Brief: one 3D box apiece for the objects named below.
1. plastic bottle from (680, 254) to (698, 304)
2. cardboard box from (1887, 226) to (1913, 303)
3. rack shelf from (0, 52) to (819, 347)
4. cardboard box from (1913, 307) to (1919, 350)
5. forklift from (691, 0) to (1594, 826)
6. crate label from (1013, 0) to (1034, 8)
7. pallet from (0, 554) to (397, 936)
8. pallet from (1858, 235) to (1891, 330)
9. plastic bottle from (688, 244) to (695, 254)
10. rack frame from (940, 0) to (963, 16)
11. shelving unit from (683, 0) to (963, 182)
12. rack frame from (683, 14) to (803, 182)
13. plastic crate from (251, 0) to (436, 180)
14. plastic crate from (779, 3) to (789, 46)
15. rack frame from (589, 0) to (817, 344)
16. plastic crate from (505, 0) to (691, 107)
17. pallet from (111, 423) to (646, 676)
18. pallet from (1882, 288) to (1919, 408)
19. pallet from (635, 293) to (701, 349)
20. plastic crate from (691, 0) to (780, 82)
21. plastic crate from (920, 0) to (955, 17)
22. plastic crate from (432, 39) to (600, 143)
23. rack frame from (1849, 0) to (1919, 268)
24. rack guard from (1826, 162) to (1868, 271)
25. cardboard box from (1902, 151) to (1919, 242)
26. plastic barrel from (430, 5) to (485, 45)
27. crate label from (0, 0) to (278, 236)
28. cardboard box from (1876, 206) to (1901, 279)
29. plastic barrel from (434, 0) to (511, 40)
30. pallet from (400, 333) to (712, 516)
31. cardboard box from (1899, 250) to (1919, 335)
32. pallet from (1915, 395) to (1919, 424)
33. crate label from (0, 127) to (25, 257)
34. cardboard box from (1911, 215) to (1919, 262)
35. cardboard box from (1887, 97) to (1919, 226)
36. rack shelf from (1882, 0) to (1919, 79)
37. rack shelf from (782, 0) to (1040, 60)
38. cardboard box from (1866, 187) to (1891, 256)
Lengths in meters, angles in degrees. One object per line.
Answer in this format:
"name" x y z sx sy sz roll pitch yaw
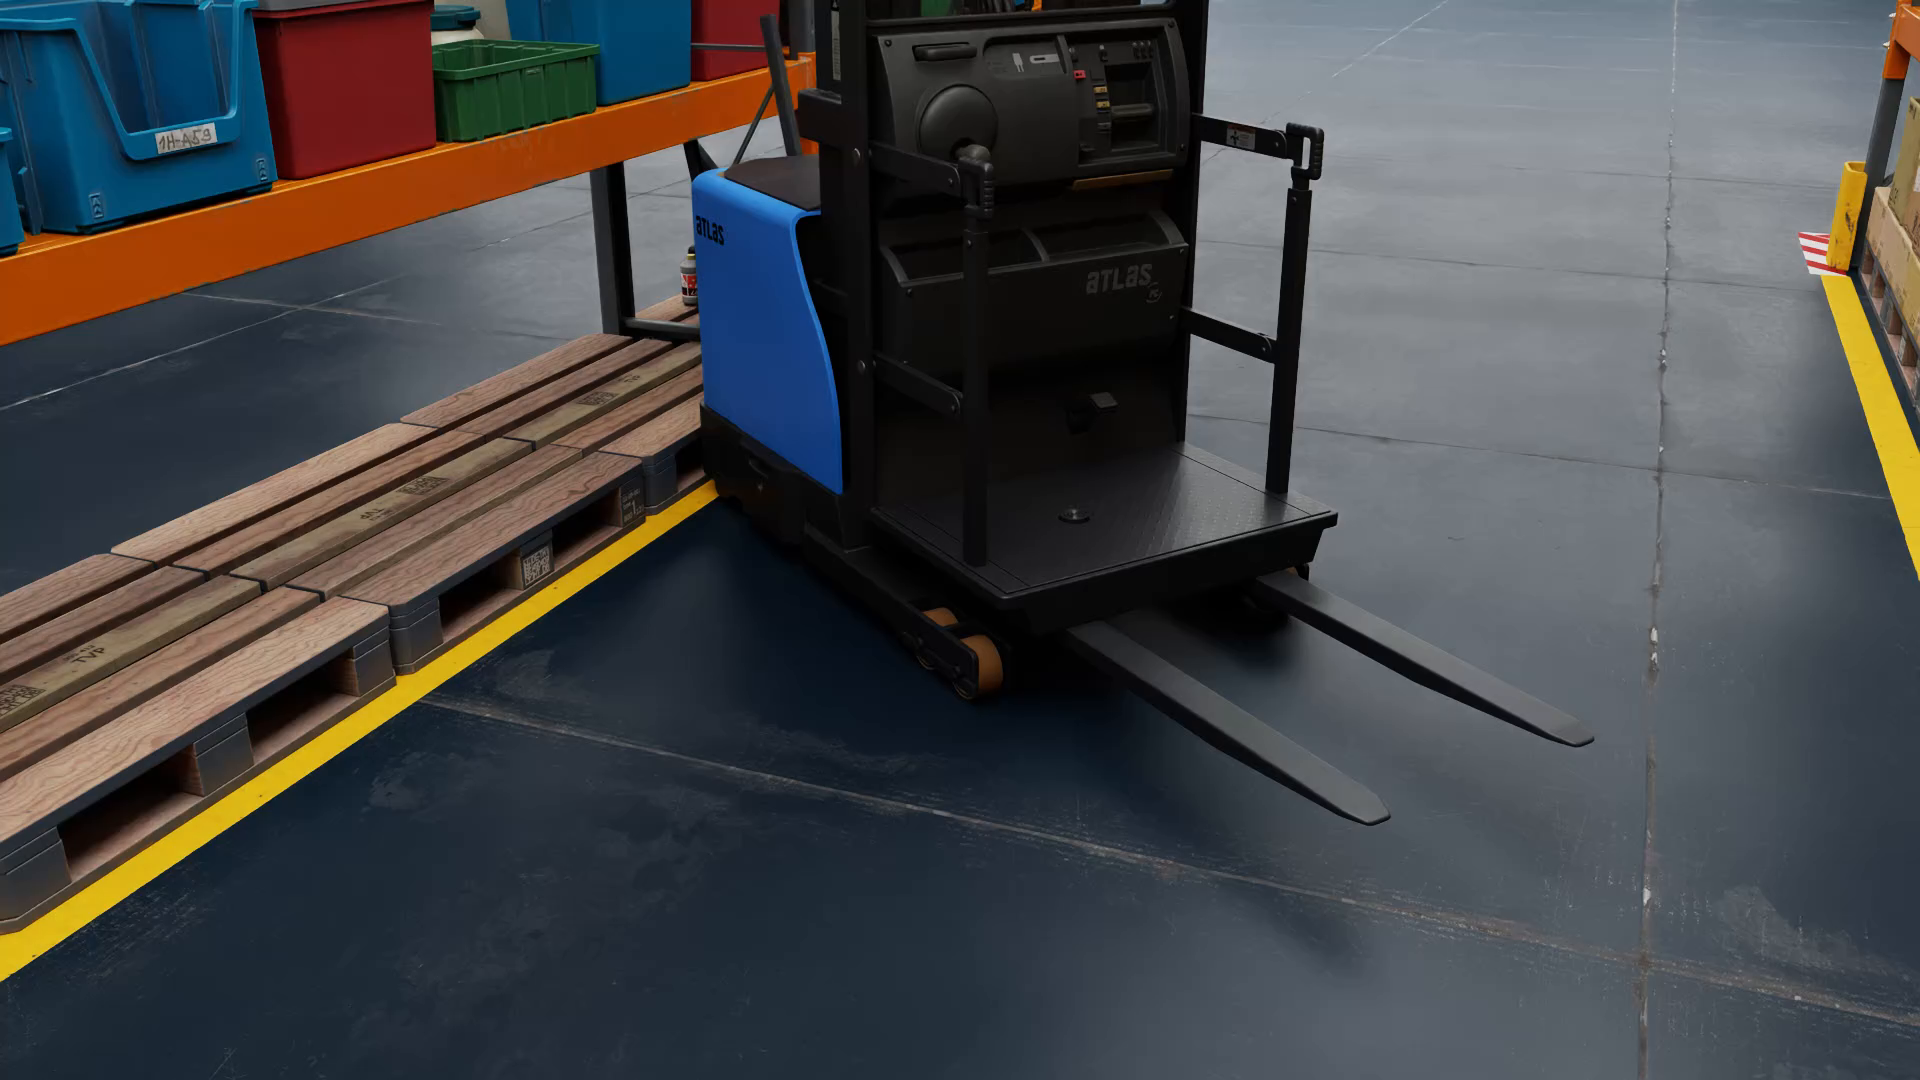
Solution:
"plastic bottle" -1.142 -1.118 7.094 0.097 0.201 0.097 0 23 0
"cardboard box" 4.322 -1.159 7.155 0.500 0.250 0.500 9 24 20
"rack shelf" -1.730 -0.984 4.647 1.077 0.370 4.000 9 24 20
"cardboard box" 3.947 -0.802 6.300 0.500 0.250 0.500 9 24 20
"forklift" 0.323 -1.146 4.191 1.130 2.935 3.031 -13 26 -28
"crate label" 0.066 -2.782 7.972 0.502 0.435 0.616 9 24 20
"pallet" -2.149 0.415 3.982 1.003 0.211 1.213 9 24 20
"pallet" 4.851 -1.186 7.815 1.003 0.211 1.213 9 24 20
"plastic bottle" -1.115 -1.200 7.185 0.061 0.283 0.133 10 25 23
"rack frame" -0.113 -1.522 6.331 0.500 1.500 0.032 13 37 33
"shelving unit" -0.401 -1.270 5.983 0.587 1.500 1.083 13 37 33
"rack frame" -0.678 -1.026 5.647 0.500 1.500 0.032 13 37 33
"plastic crate" -1.589 -1.164 4.062 0.402 0.464 0.583 9 24 20
"plastic crate" -0.675 -2.172 6.638 0.767 0.338 0.504 9 24 20
"rack frame" -0.987 -2.031 6.221 1.000 3.000 0.127 9 24 20
"plastic crate" -1.108 -1.585 5.173 0.392 0.384 0.575 9 24 20
"pallet" -1.694 -0.020 5.024 1.003 0.211 1.213 9 24 20
"pallet" 4.396 -0.751 6.774 1.003 0.211 1.213 9 24 20
"pallet" -0.699 -0.979 7.320 1.003 0.211 1.213 9 24 20
"plastic crate" -0.883 -1.844 5.689 0.402 0.464 0.583 9 24 20
"plastic crate" -0.221 -2.379 7.328 0.450 0.188 0.662 9 24 20
"plastic crate" -1.372 -1.270 4.673 0.450 0.188 0.662 9 24 20
"rack frame" 5.096 -2.752 7.947 1.000 3.000 0.127 9 24 20
"rack guard" 5.105 -1.607 8.450 1.175 0.500 0.348 9 24 20
"cardboard box" 4.333 -1.503 7.007 0.500 0.500 0.500 9 24 20
"plastic barrel" -1.621 -1.516 5.167 0.301 0.262 0.301 0 23 0
"crate label" -1.853 -0.933 3.546 0.502 0.435 0.616 9 24 20
"cardboard box" 4.508 -1.338 7.583 0.500 0.250 0.500 9 24 20
"plastic barrel" -1.546 -1.783 5.451 0.433 0.535 0.433 0 23 0
"pallet" -1.243 -0.458 6.073 1.003 0.211 1.213 9 24 20
"cardboard box" 4.132 -0.981 6.729 0.500 0.250 0.500 9 24 20
"pallet" 3.945 -0.313 5.725 1.003 0.211 1.213 9 24 20
"crate label" -1.968 -0.620 3.059 0.303 0.233 0.416 9 24 20
"cardboard box" 4.131 -1.327 6.584 0.500 0.500 0.500 9 24 20
"cardboard box" 4.507 -1.684 7.440 0.500 0.500 0.500 9 24 20
"rack shelf" 4.353 -1.705 6.372 1.077 0.370 4.000 9 24 20
"rack shelf" -0.244 -2.415 8.073 1.077 0.370 4.000 9 24 20
"cardboard box" 4.691 -1.517 8.013 0.500 0.250 0.500 9 24 20
